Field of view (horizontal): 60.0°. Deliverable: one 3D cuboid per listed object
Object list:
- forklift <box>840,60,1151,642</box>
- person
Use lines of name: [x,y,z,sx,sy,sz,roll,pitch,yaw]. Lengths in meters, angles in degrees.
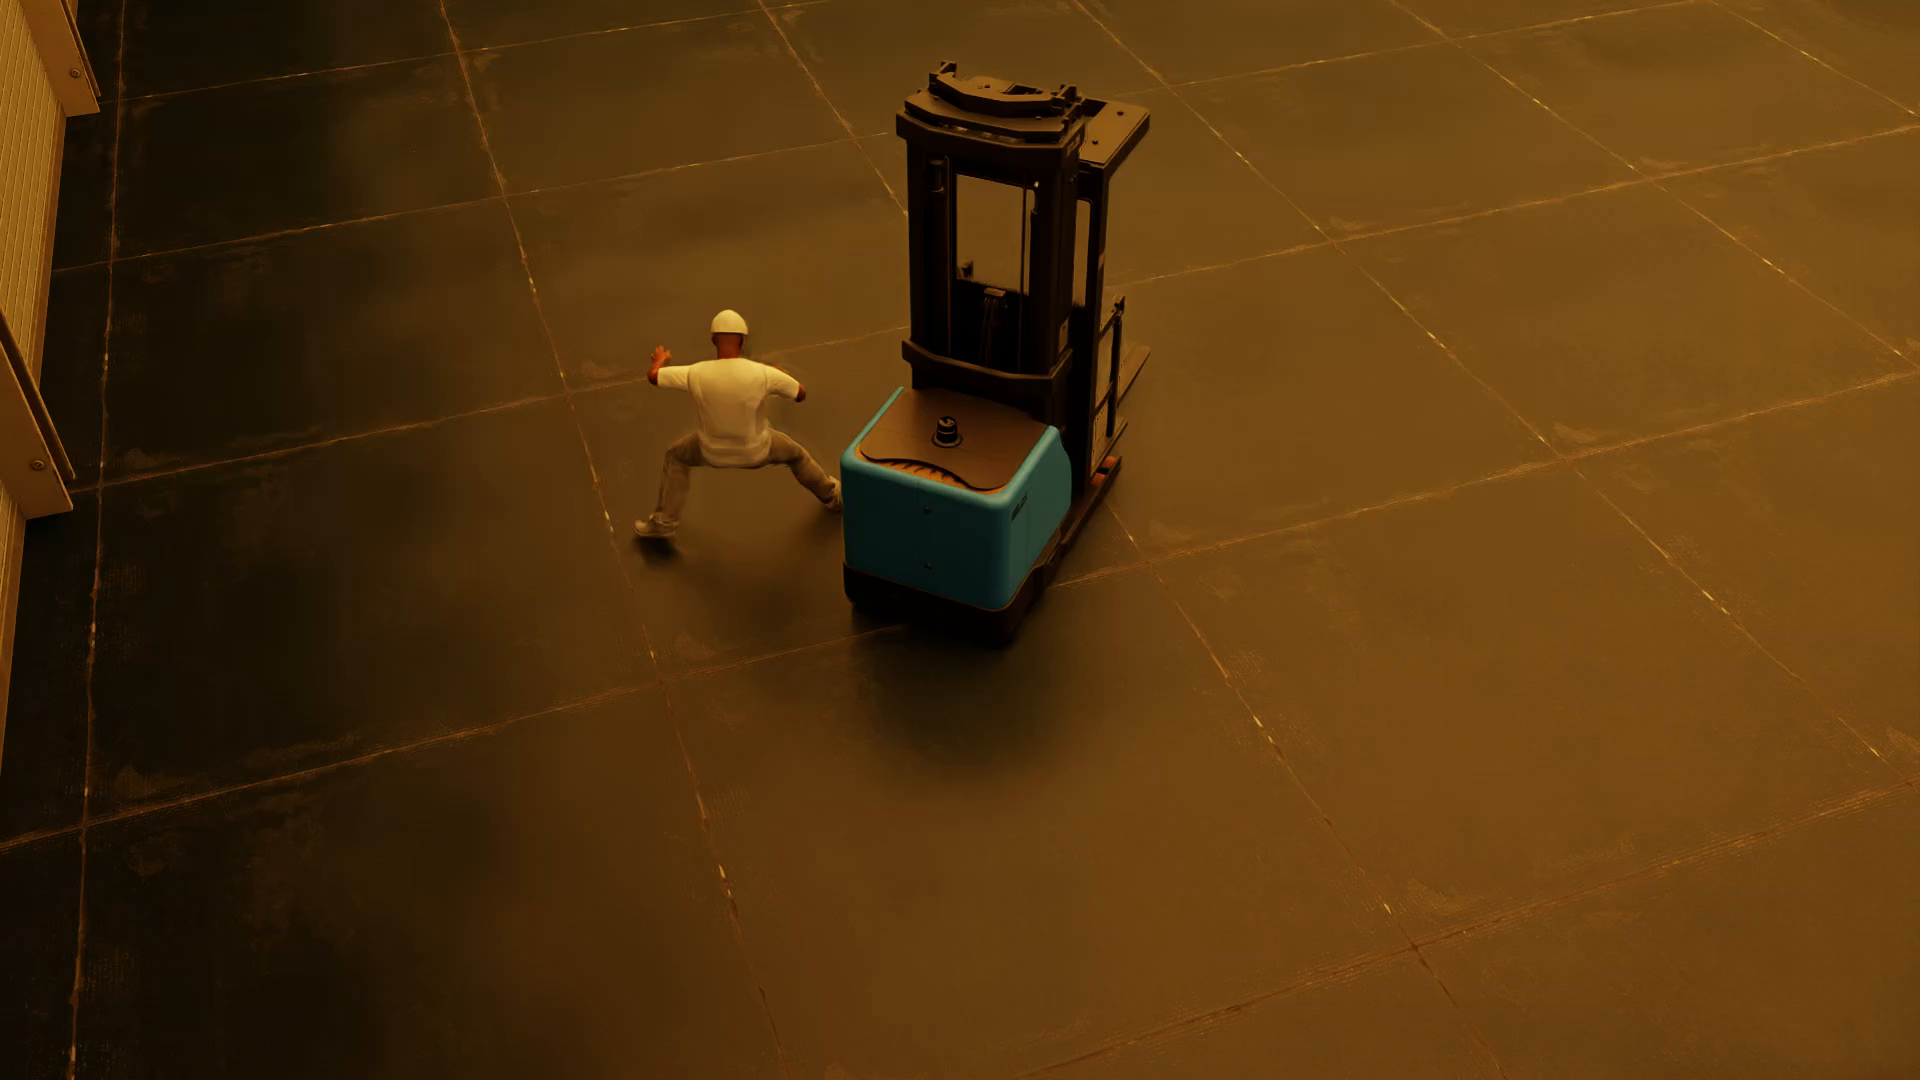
forklift: [0.390,-1.489,9.769,1.130,2.935,3.031,16,43,18]
person: [-1.375,-0.733,9.951,1.281,1.543,0.723,1,40,1]
